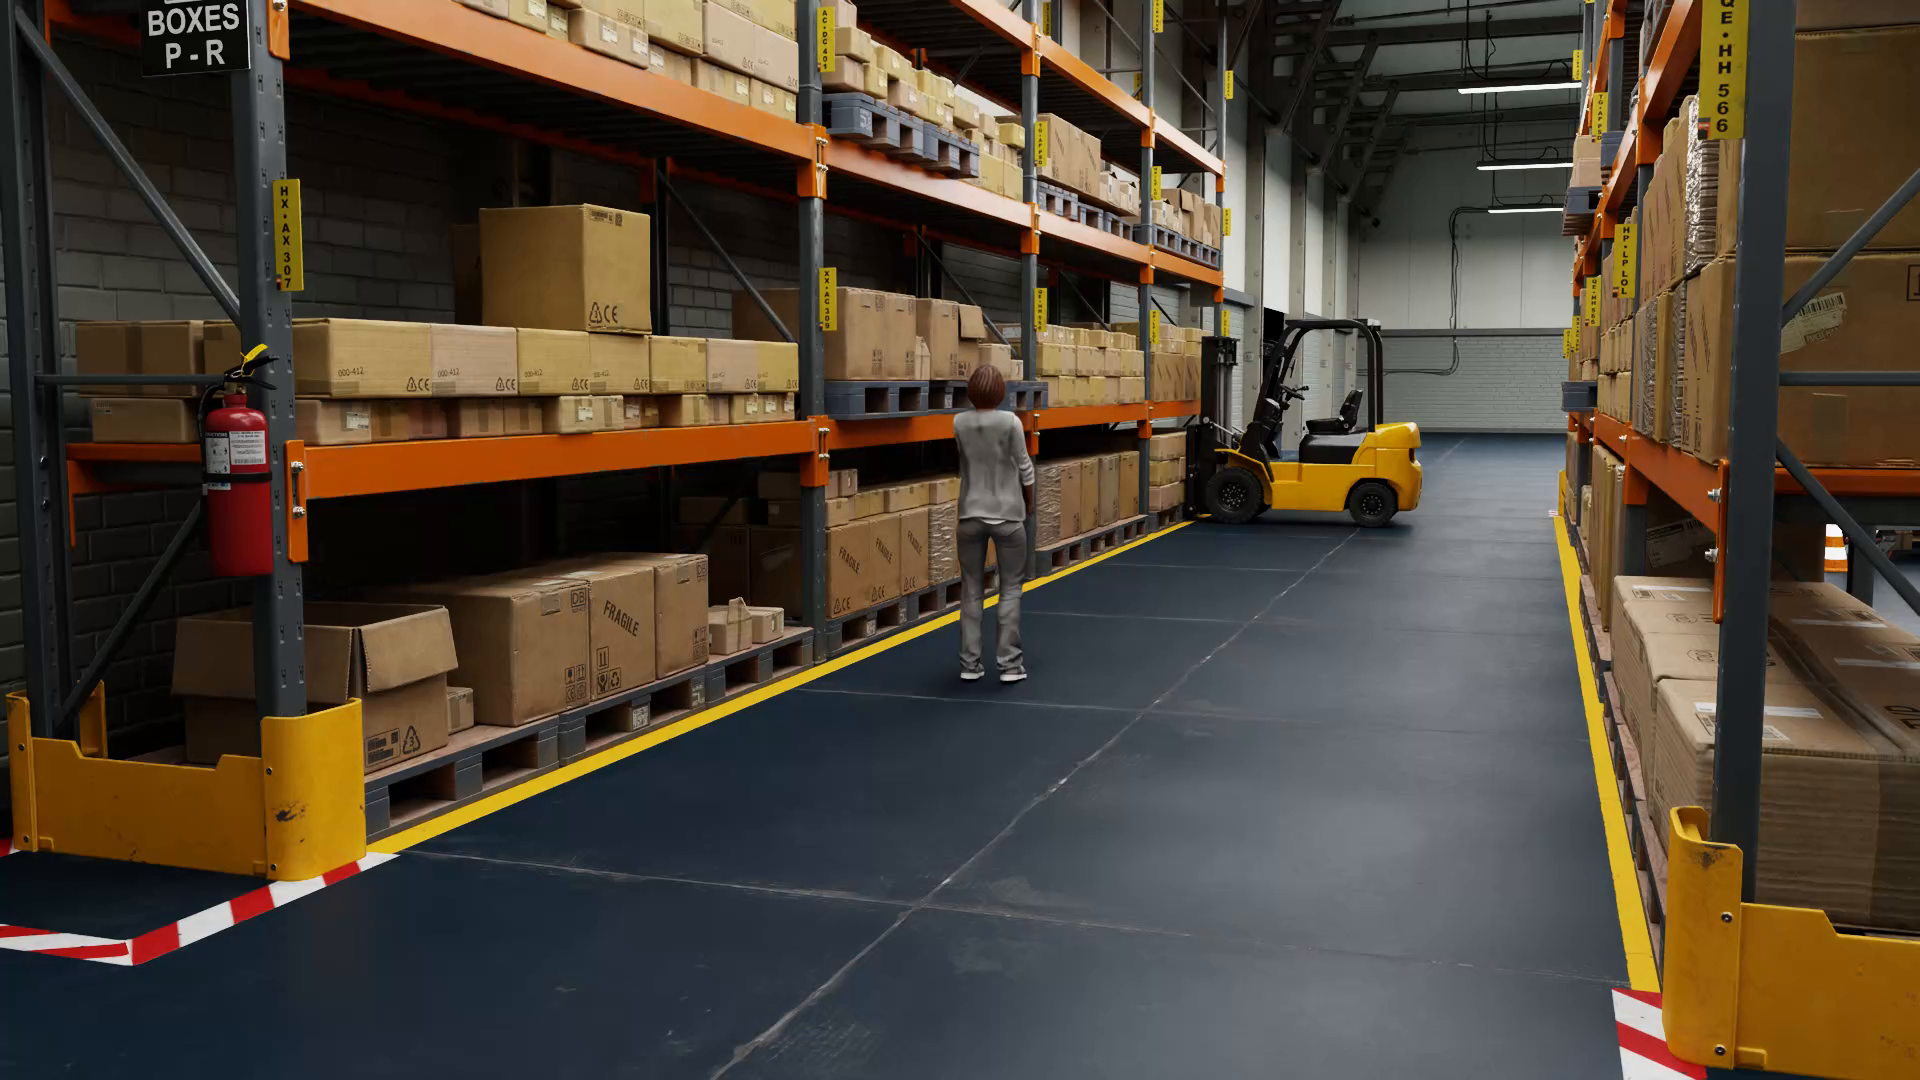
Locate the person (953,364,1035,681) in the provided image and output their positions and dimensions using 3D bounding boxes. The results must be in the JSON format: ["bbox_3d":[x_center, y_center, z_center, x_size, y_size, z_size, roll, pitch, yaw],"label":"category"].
[{"bbox_3d":[0.178,-0.090,8.423,0.397,1.597,0.496,2,6,16],"label":"person"}]
